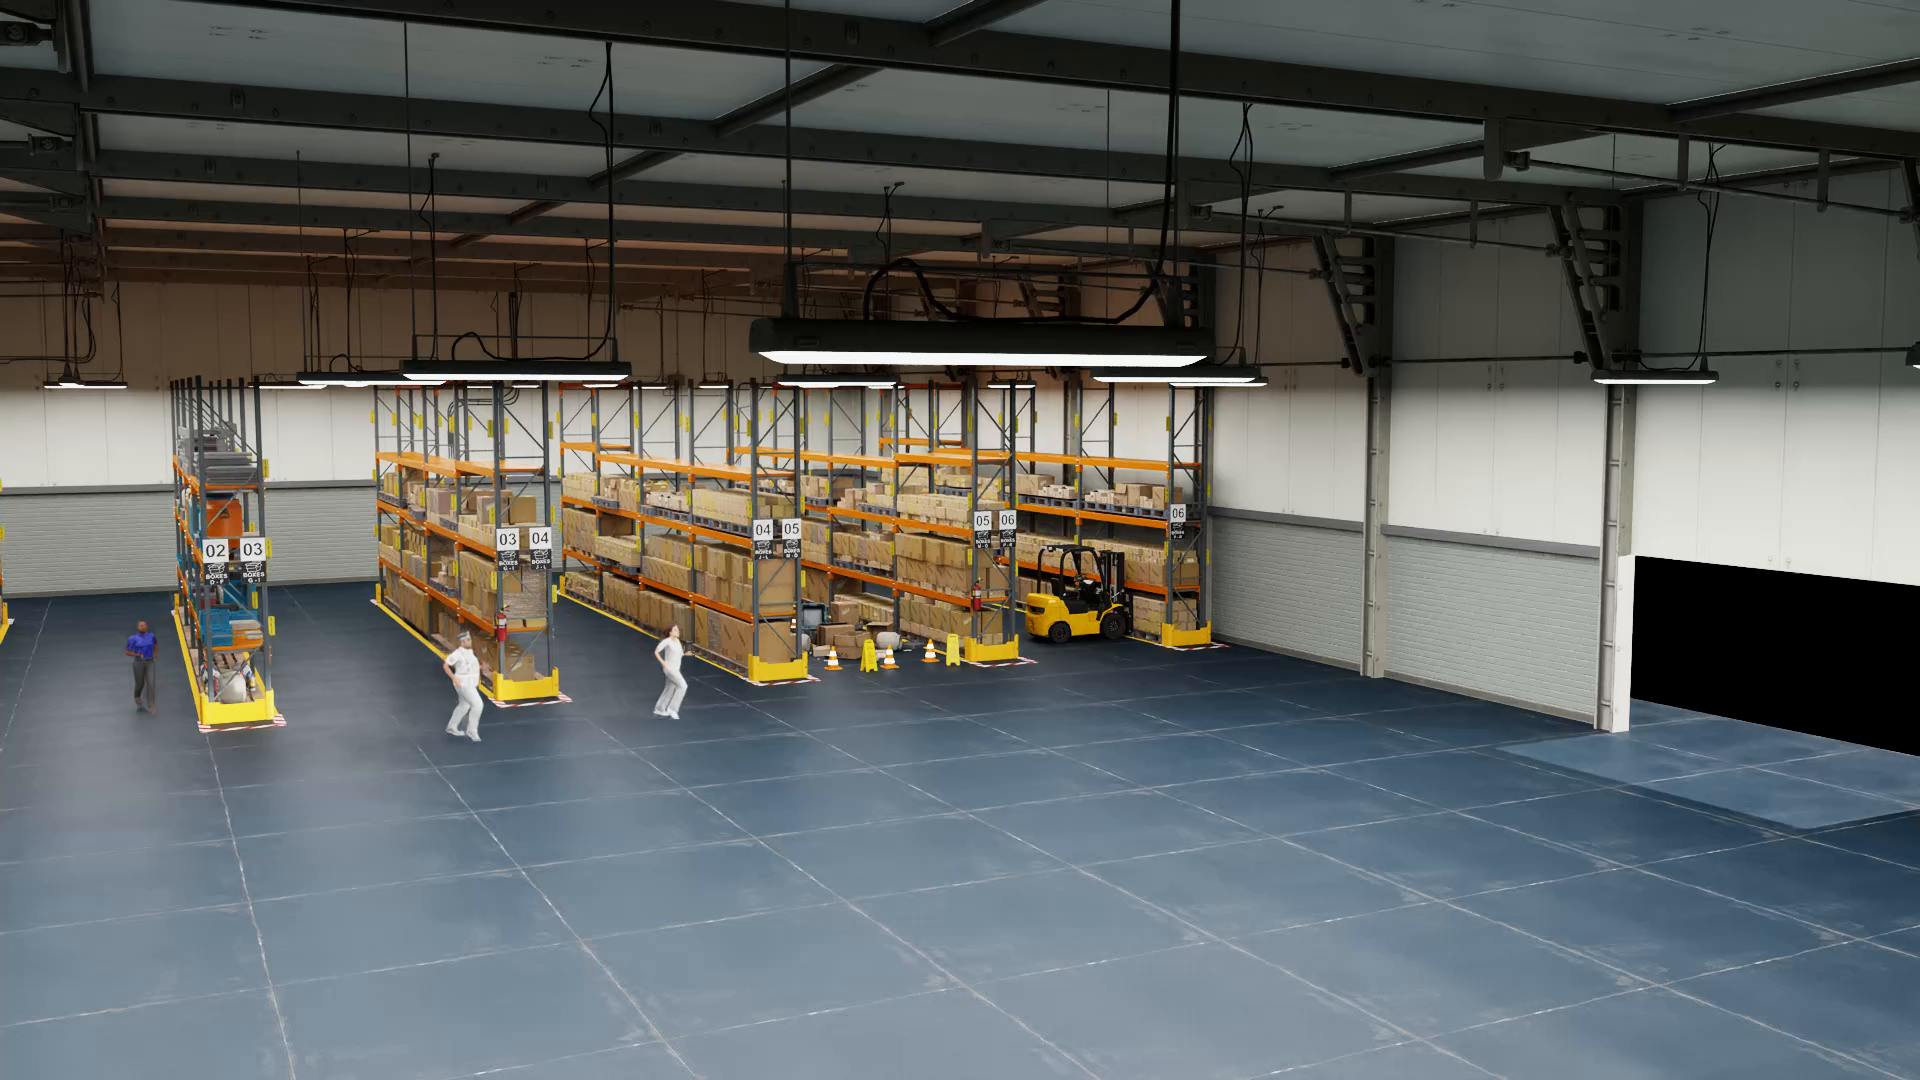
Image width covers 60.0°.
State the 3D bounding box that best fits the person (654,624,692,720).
[{"bbox_3d":[-5.037,2.312,29.180,0.707,1.702,0.537,1,5,13],"label":"person"}]

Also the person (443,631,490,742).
[{"bbox_3d":[-8.110,2.419,27.349,0.760,1.853,0.632,0,5,-2],"label":"person"}]

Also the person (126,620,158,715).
[{"bbox_3d":[-14.578,2.255,29.701,0.581,1.645,0.920,-4,6,-38],"label":"person"}]
